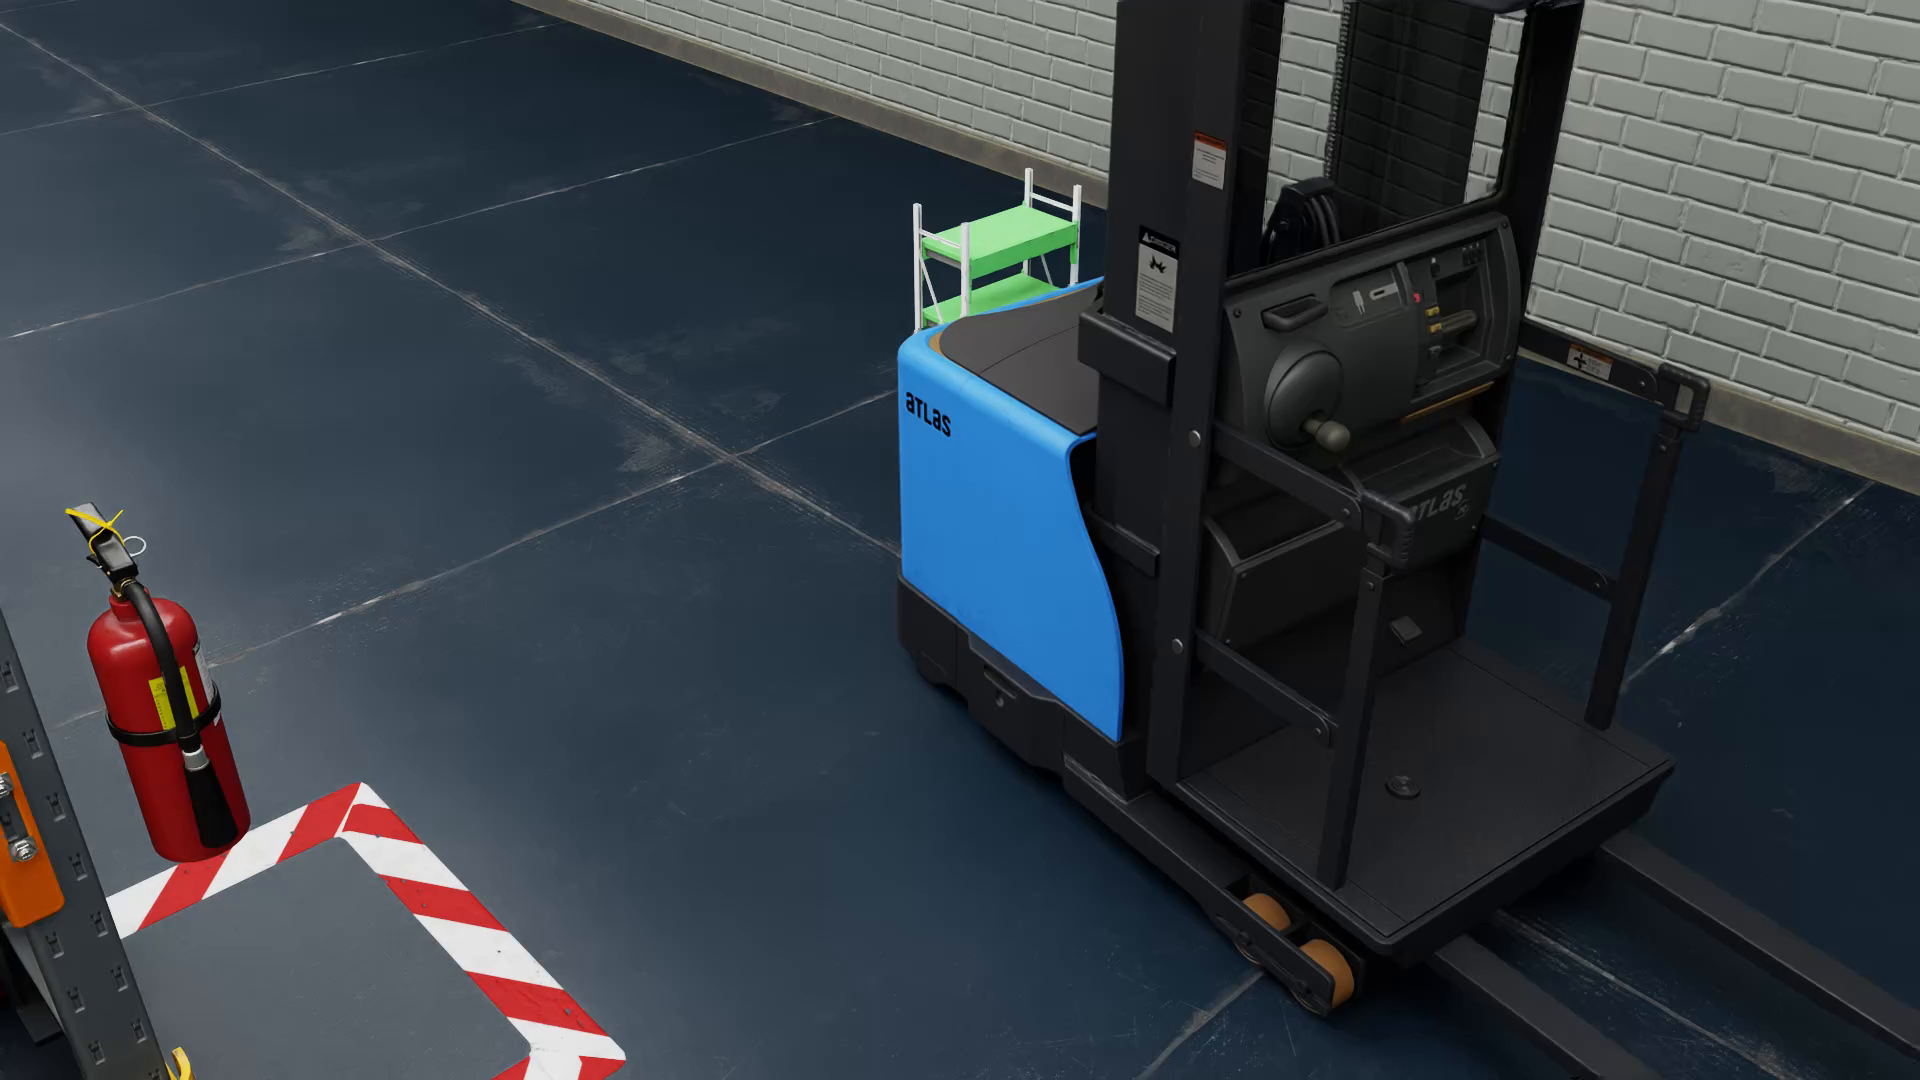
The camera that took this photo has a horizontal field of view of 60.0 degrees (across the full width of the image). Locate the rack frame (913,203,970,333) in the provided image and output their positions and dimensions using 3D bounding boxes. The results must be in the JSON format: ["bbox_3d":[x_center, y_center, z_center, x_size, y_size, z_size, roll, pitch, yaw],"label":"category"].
[{"bbox_3d":[-0.058,-0.484,5.391,0.015,1.200,0.240,-26,40,-35],"label":"rack frame"}]

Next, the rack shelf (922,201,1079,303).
[{"bbox_3d":[0.121,-0.926,5.316,0.480,0.148,0.258,-26,40,-35],"label":"rack shelf"}]

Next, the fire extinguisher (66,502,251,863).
[{"bbox_3d":[-1.396,0.254,2.891,0.183,0.674,0.296,-26,40,-35],"label":"fire extinguisher"}]

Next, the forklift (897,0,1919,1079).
[{"bbox_3d":[1.084,-0.427,3.639,1.130,2.935,3.031,-21,37,-30],"label":"forklift"}]

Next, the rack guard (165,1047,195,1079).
[{"bbox_3d":[-1.950,1.068,3.524,0.348,0.500,1.175,-26,40,-35],"label":"rack guard"}]

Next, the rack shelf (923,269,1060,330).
[{"bbox_3d":[0.121,-0.721,5.441,0.480,0.148,0.258,-26,40,-35],"label":"rack shelf"}]

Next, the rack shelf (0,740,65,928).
[{"bbox_3d":[-3.361,0.991,1.943,4.000,0.370,1.077,-26,40,-35],"label":"rack shelf"}]

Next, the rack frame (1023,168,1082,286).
[{"bbox_3d":[0.300,-0.657,5.675,0.015,1.200,0.240,-26,40,-35],"label":"rack frame"}]

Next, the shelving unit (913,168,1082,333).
[{"bbox_3d":[0.121,-0.571,5.533,0.503,1.200,0.258,-26,40,-35],"label":"shelving unit"}]

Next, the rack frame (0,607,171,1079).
[{"bbox_3d":[-1.894,-0.025,2.916,0.127,3.000,1.000,-26,40,-35],"label":"rack frame"}]
